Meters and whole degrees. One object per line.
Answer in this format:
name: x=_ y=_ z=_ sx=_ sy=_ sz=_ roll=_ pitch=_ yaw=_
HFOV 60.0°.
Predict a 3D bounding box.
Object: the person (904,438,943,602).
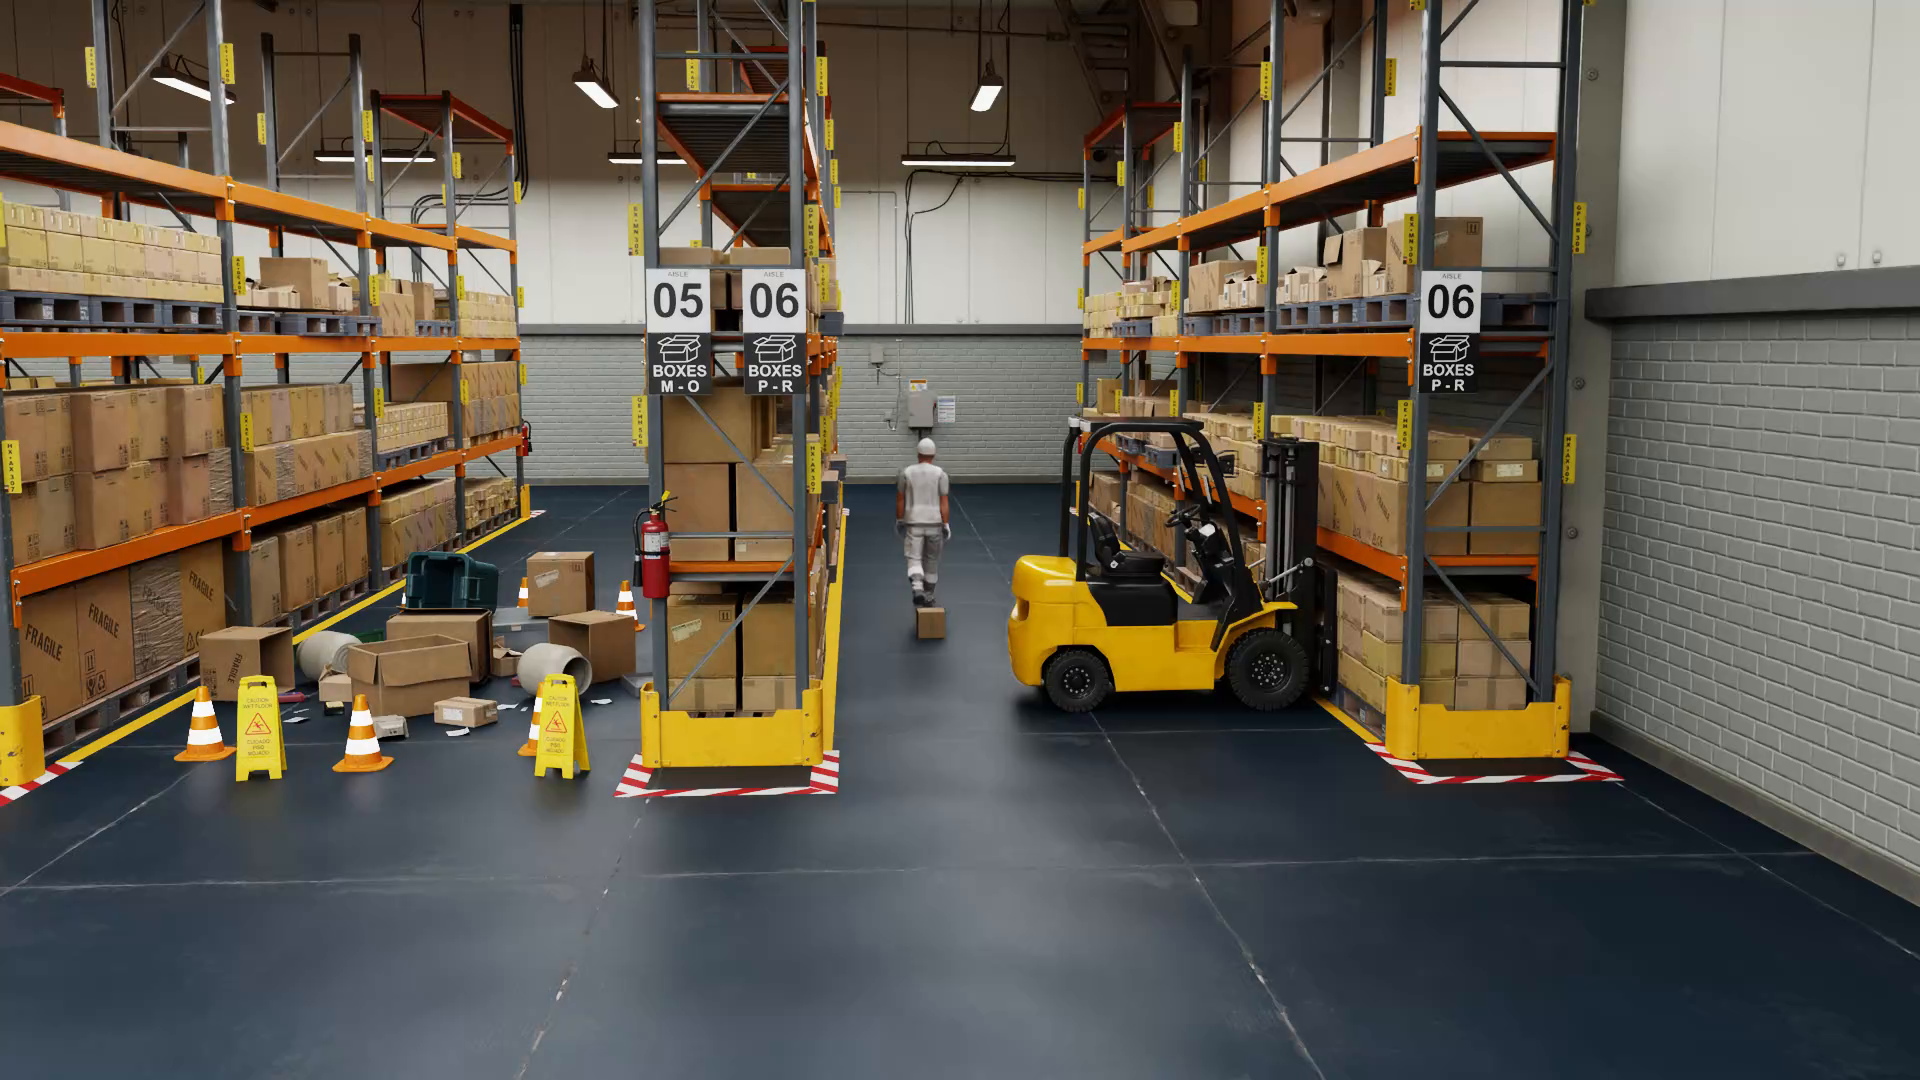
person: x=-10.841 y=1.821 z=0.338 sx=22.066 sy=1.772 sz=33.645 roll=0 pitch=7 yaw=-1
